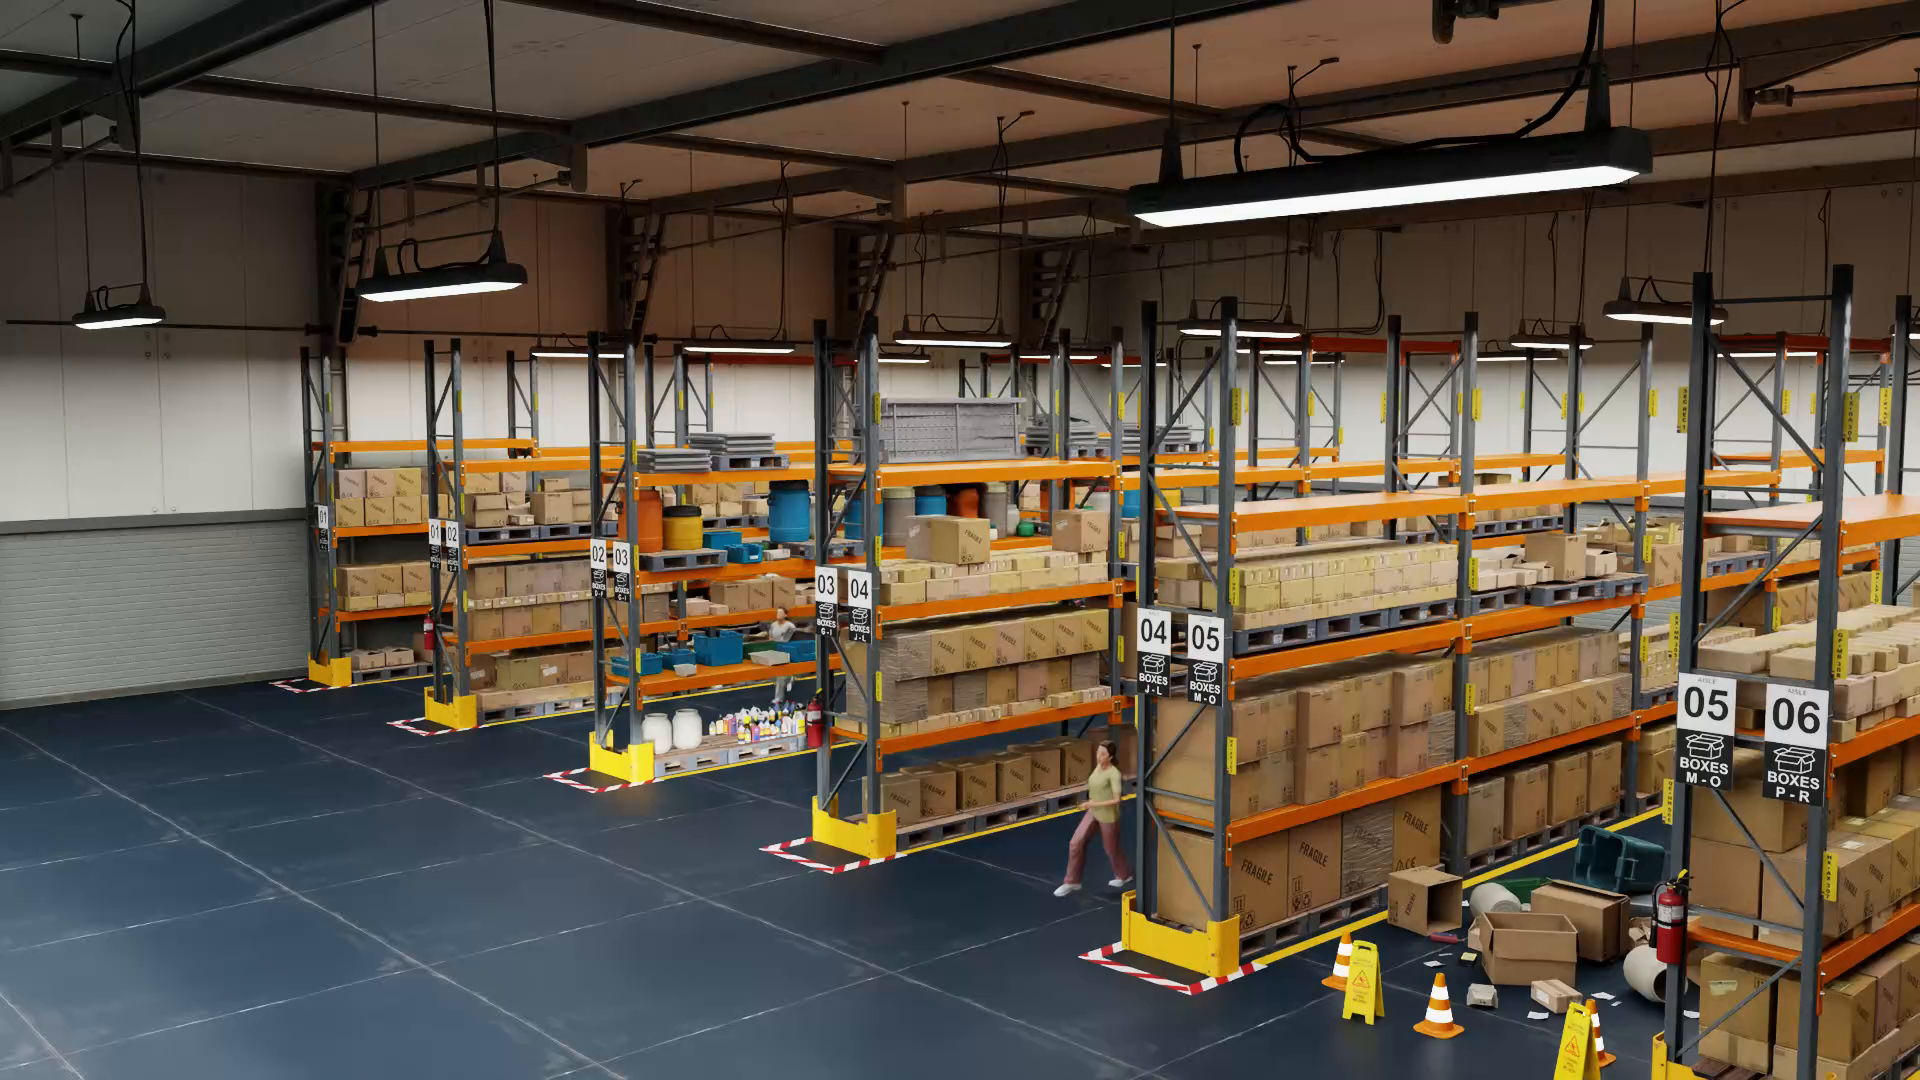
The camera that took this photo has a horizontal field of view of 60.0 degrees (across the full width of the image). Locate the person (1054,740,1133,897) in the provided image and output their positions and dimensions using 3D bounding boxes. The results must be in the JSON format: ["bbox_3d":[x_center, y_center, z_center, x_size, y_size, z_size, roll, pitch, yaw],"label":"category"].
[{"bbox_3d":[1.471,2.827,16.958,0.847,1.644,0.633,-4,6,-35],"label":"person"}]

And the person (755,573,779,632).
[{"bbox_3d":[-3.950,1.321,33.850,0.613,1.829,0.855,5,7,42],"label":"person"}]

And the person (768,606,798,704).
[{"bbox_3d":[-2.950,1.908,27.907,0.573,1.621,0.694,2,6,25],"label":"person"}]
